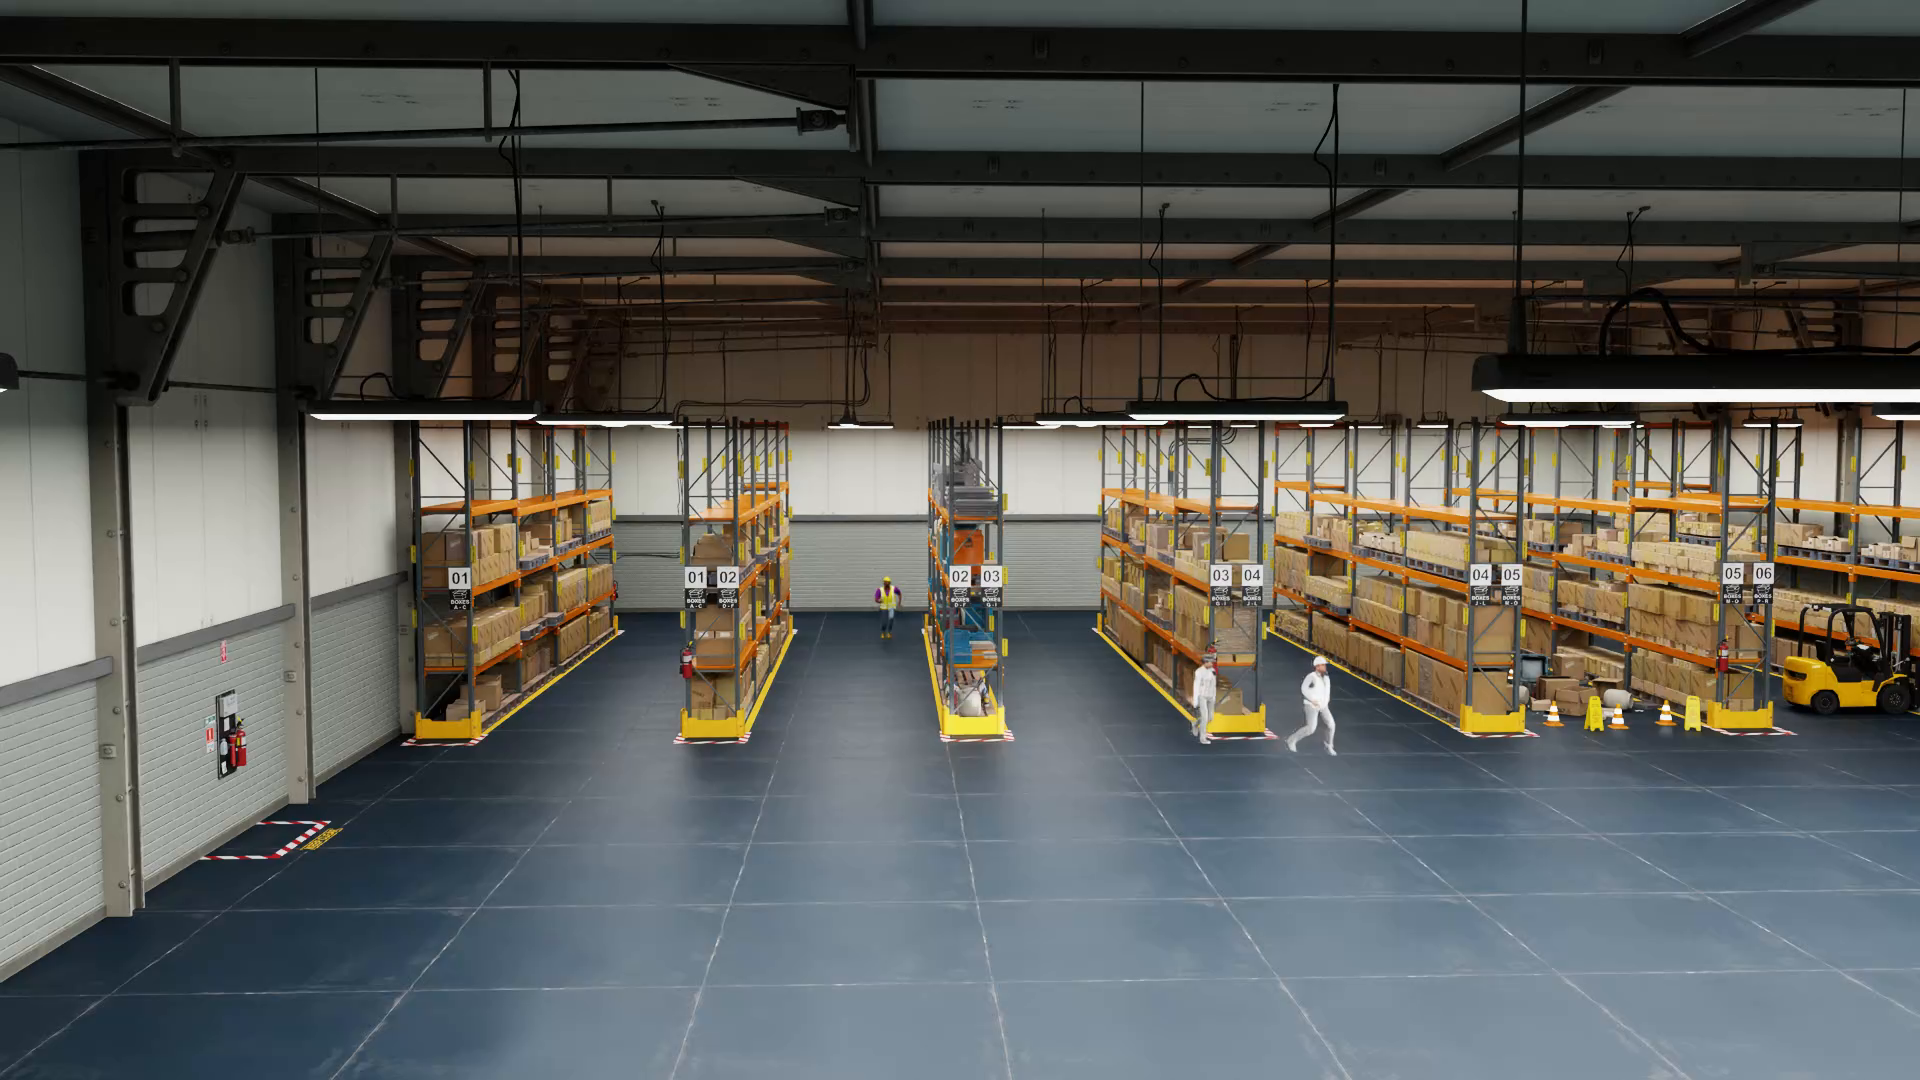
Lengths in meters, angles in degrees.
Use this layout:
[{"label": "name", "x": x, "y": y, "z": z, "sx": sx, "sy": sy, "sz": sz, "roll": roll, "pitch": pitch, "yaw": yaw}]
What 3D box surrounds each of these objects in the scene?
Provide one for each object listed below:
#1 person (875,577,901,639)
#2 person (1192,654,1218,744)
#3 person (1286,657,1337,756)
[{"label": "person", "x": -1.926, "y": 1.821, "z": 44.450, "sx": 0.711, "sy": 1.698, "sz": 0.986, "roll": 0, "pitch": 4, "yaw": 1}, {"label": "person", "x": 4.462, "y": 2.890, "z": 30.604, "sx": 0.567, "sy": 1.627, "sz": 0.707, "roll": -2, "pitch": 4, "yaw": -32}, {"label": "person", "x": 6.292, "y": 2.950, "z": 29.488, "sx": 0.879, "sy": 1.774, "sz": 0.715, "roll": -3, "pitch": 5, "yaw": -41}]
